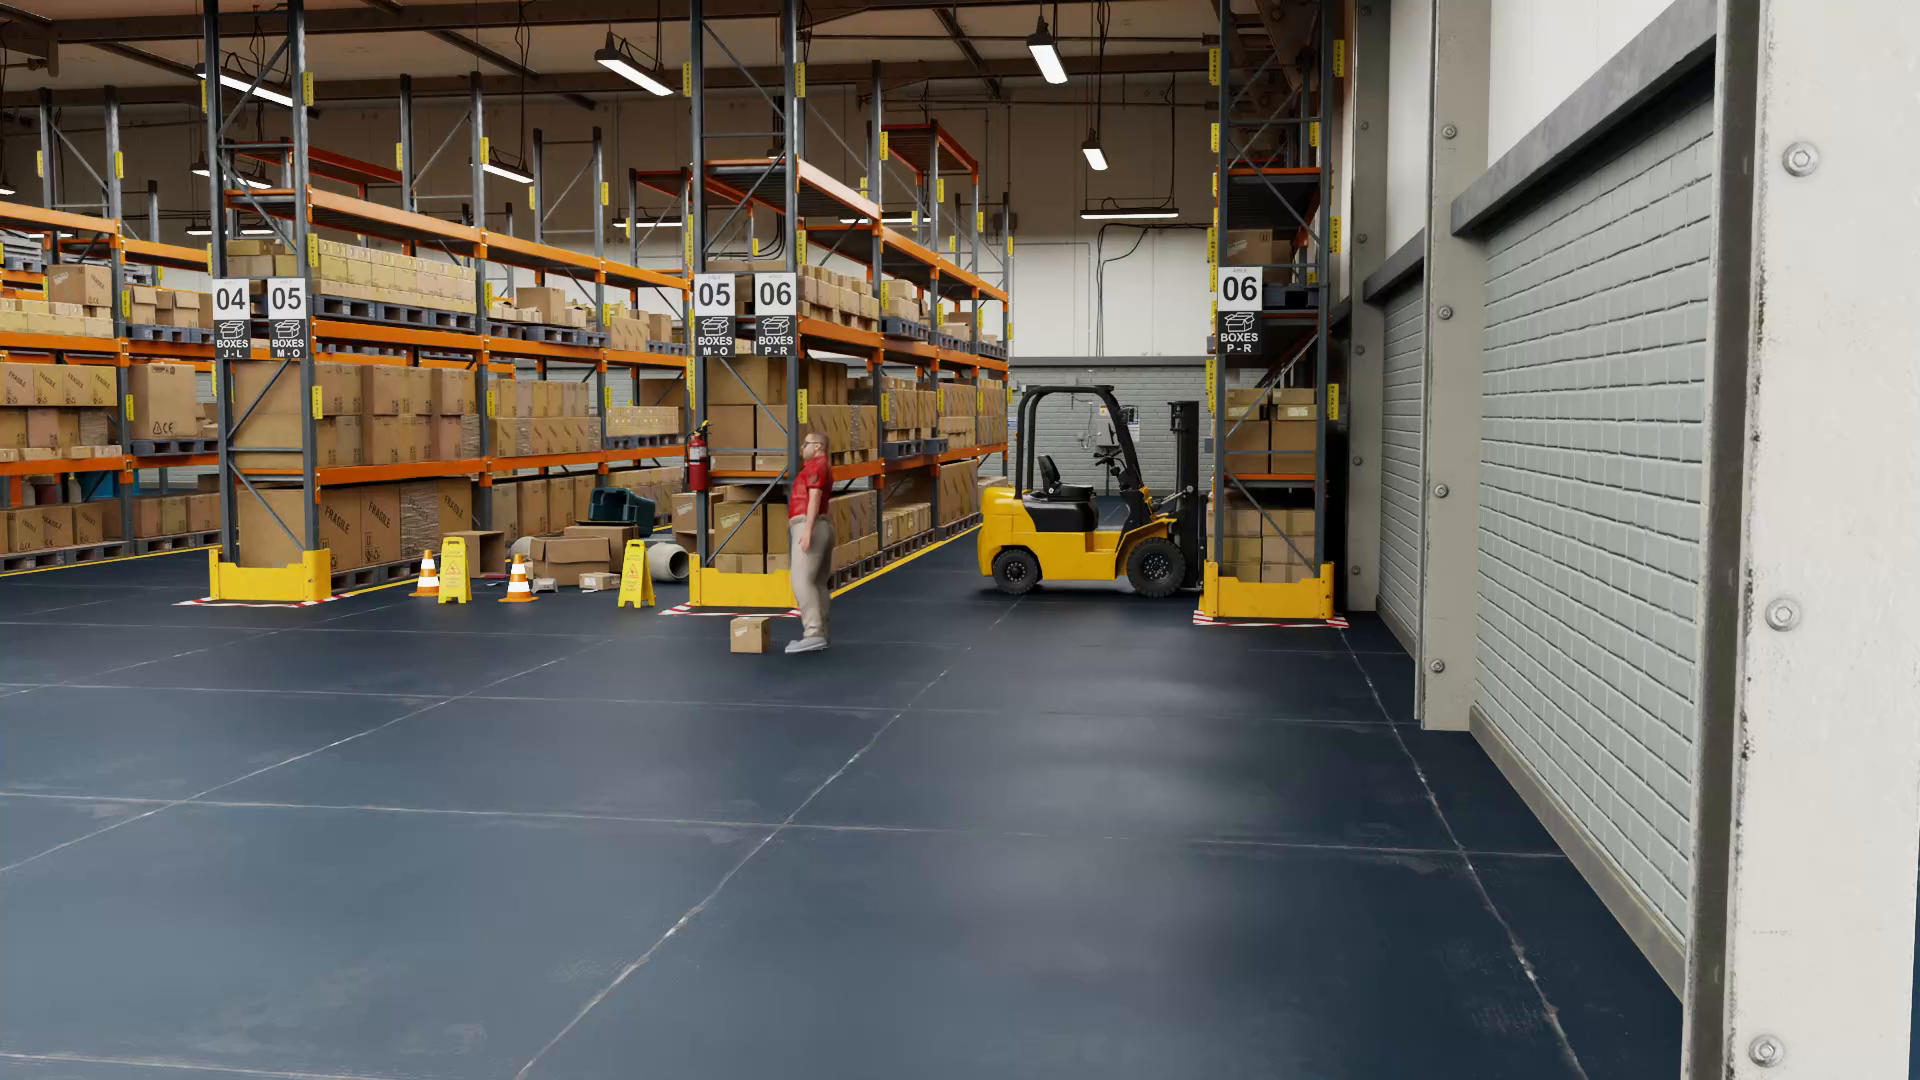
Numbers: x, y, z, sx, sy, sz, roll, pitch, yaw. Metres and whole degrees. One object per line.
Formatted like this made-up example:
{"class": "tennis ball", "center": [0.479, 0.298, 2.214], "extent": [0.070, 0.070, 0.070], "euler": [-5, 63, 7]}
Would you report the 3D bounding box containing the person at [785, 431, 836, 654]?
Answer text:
{"class": "person", "center": [-1.174, 0.015, 12.979], "extent": [0.390, 1.726, 0.698], "euler": [1, 5, 10]}
